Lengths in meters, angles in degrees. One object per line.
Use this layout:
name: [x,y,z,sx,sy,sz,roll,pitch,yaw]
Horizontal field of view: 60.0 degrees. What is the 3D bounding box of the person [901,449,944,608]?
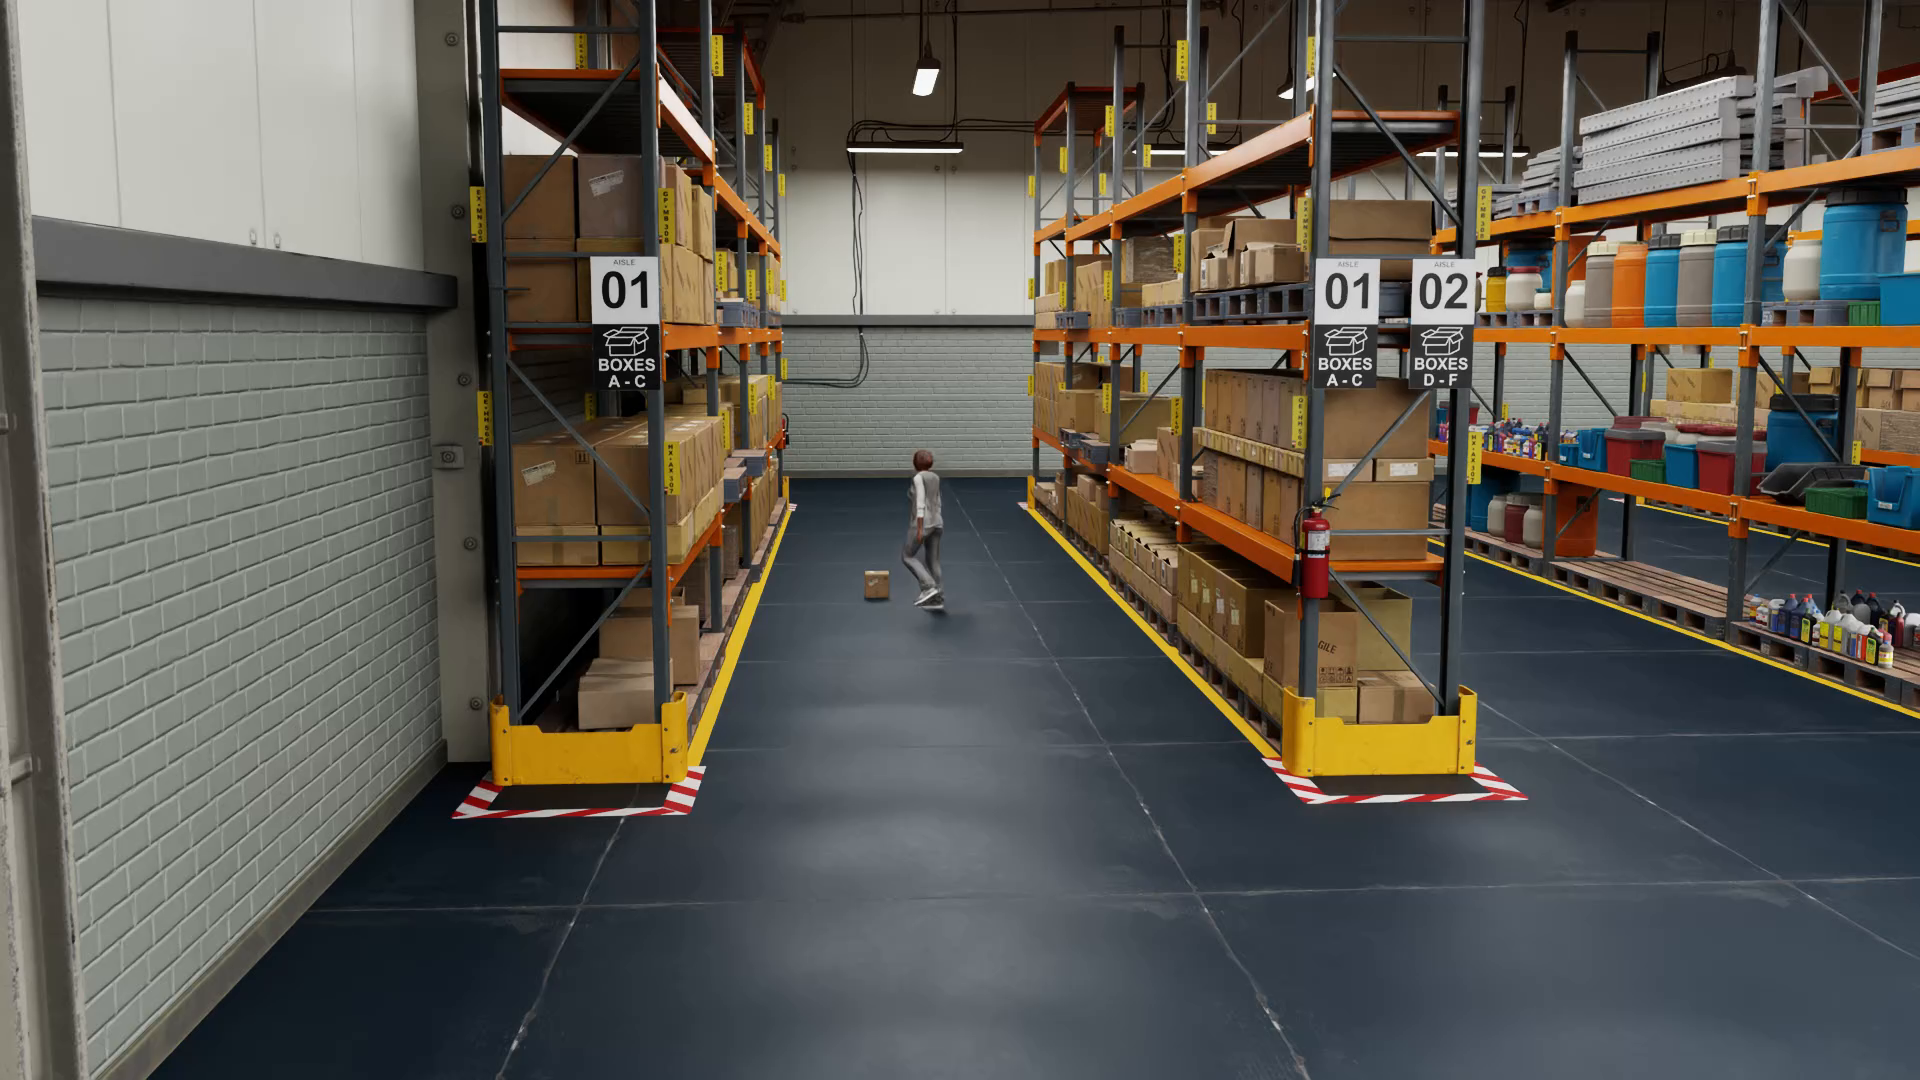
person: [-0.319,-0.108,16.557,0.435,1.584,0.445,6,9,38]
